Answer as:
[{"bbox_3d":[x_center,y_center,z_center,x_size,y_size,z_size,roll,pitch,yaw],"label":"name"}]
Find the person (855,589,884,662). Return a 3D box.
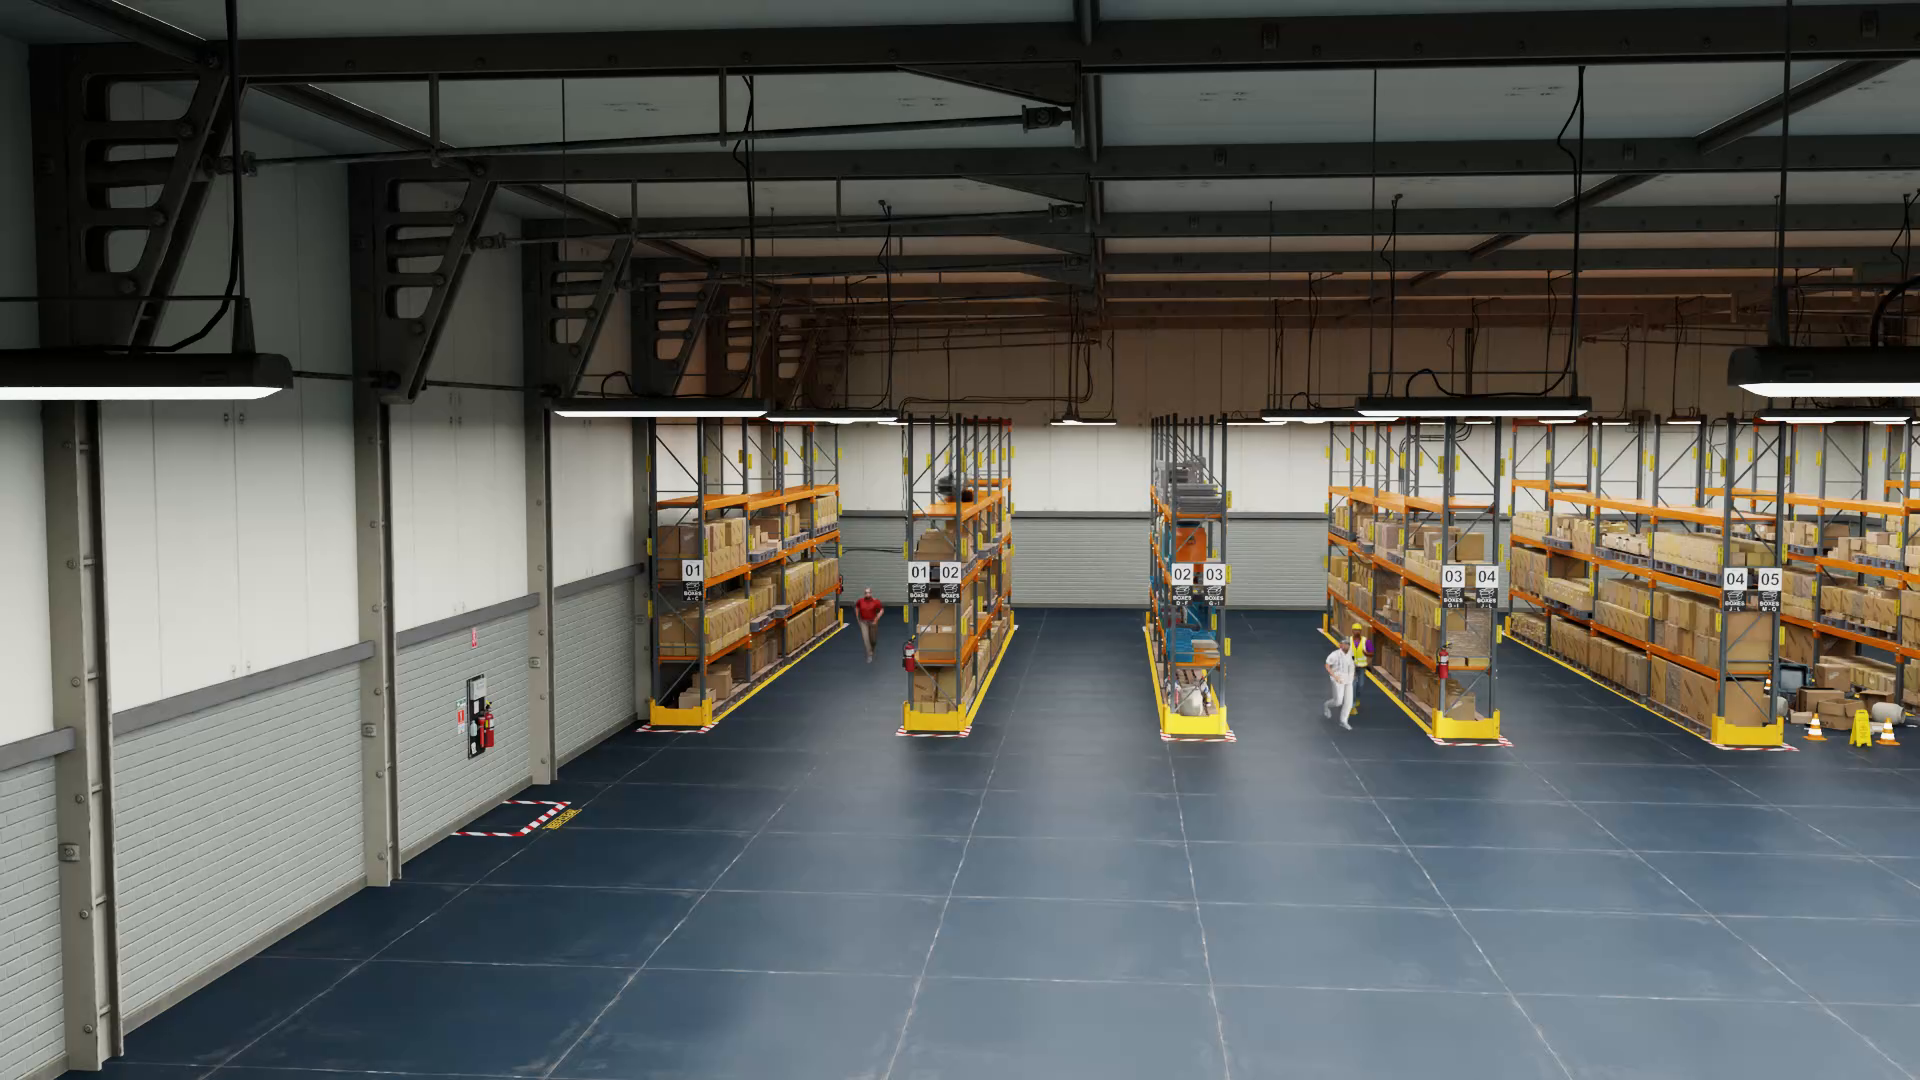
[{"bbox_3d":[-2.140,1.979,39.068,0.688,1.698,0.788,0,4,4],"label":"person"}]

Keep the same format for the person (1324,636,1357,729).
[{"bbox_3d":[7.331,2.710,31.989,0.688,1.768,0.814,-2,4,-22],"label":"person"}]

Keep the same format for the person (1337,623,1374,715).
[{"bbox_3d":[7.980,2.560,33.479,0.693,1.778,0.946,0,4,5],"label":"person"}]
